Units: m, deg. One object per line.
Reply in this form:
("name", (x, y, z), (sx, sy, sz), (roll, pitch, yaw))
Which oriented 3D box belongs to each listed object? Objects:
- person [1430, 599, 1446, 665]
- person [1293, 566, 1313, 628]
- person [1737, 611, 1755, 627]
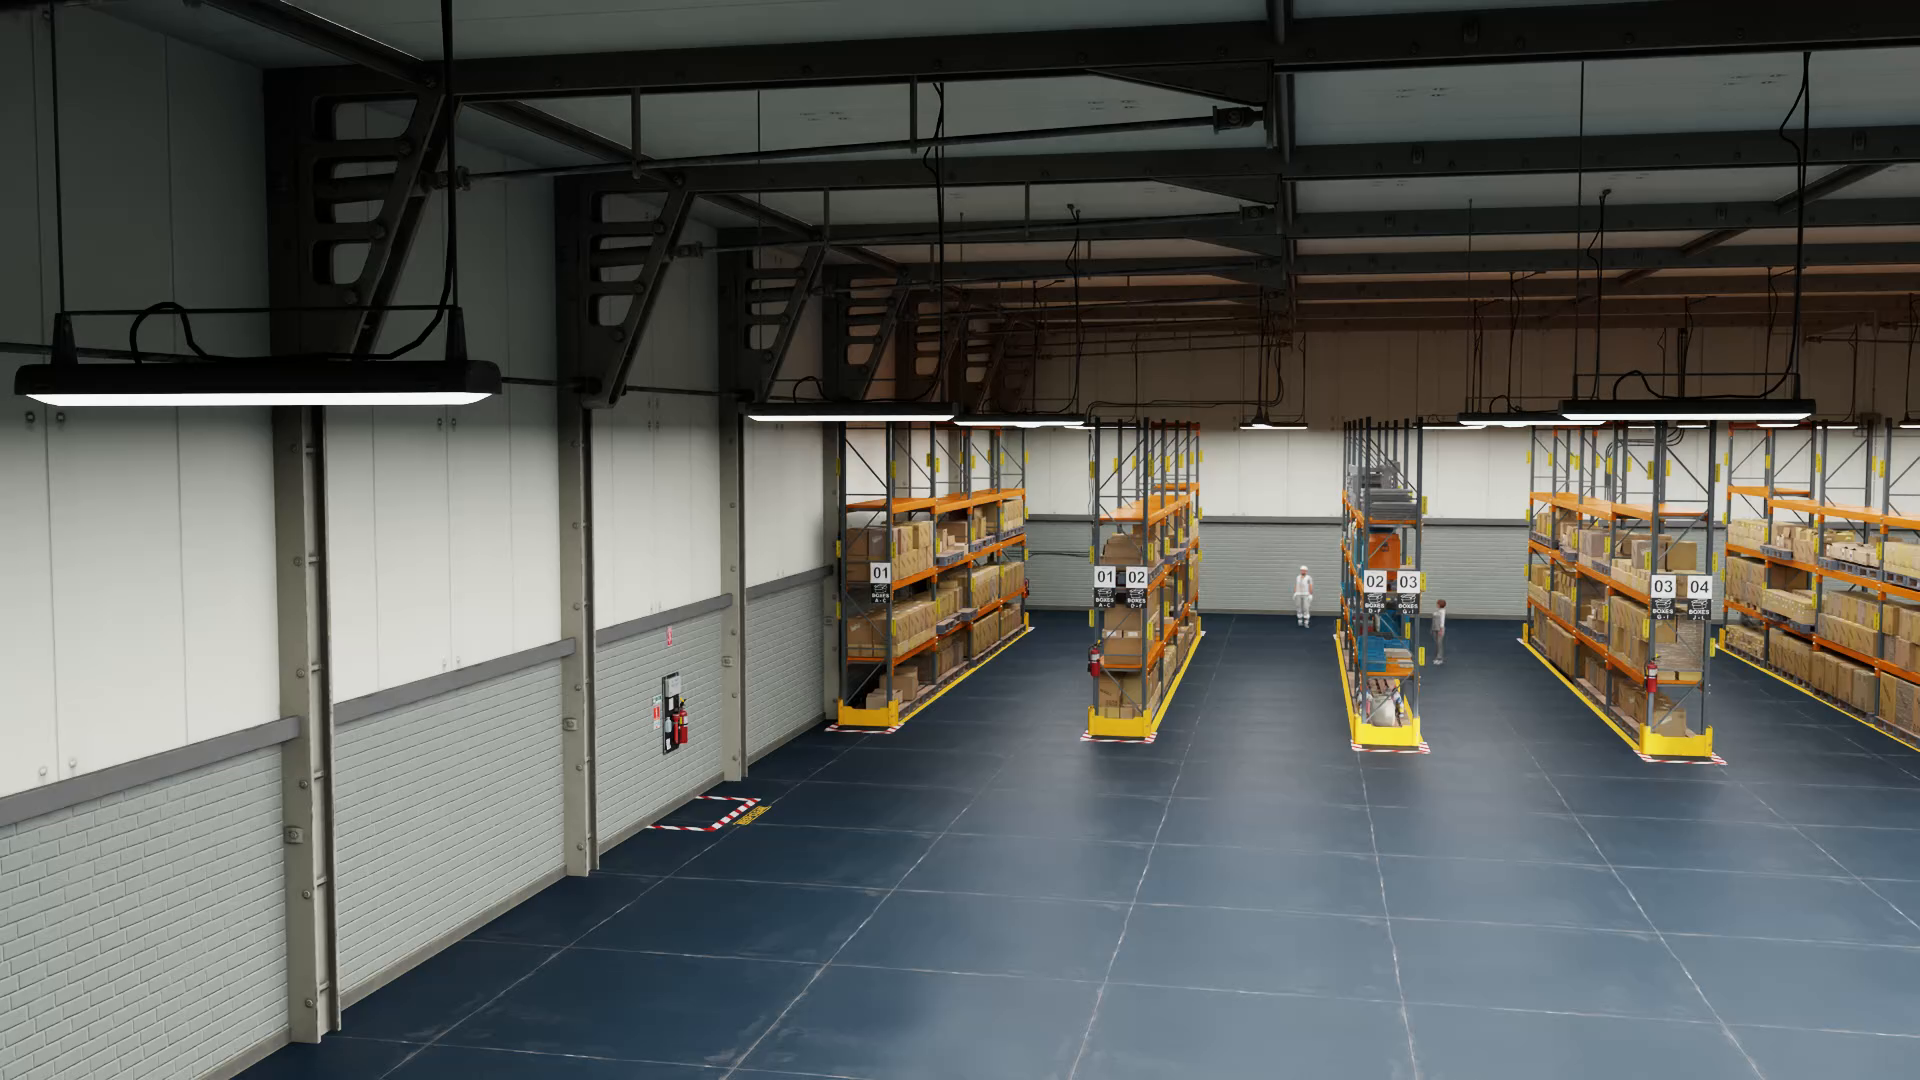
("person", (11.841, 2.272, 41.187), (0.479, 1.627, 0.430), (-2, 4, -24))
("person", (10.094, 1.662, 48.912), (0.559, 1.802, 0.534), (1, 4, 13))
("person", (21.808, 1.896, 46.079), (0.496, 1.641, 0.527), (-2, 4, -24))
